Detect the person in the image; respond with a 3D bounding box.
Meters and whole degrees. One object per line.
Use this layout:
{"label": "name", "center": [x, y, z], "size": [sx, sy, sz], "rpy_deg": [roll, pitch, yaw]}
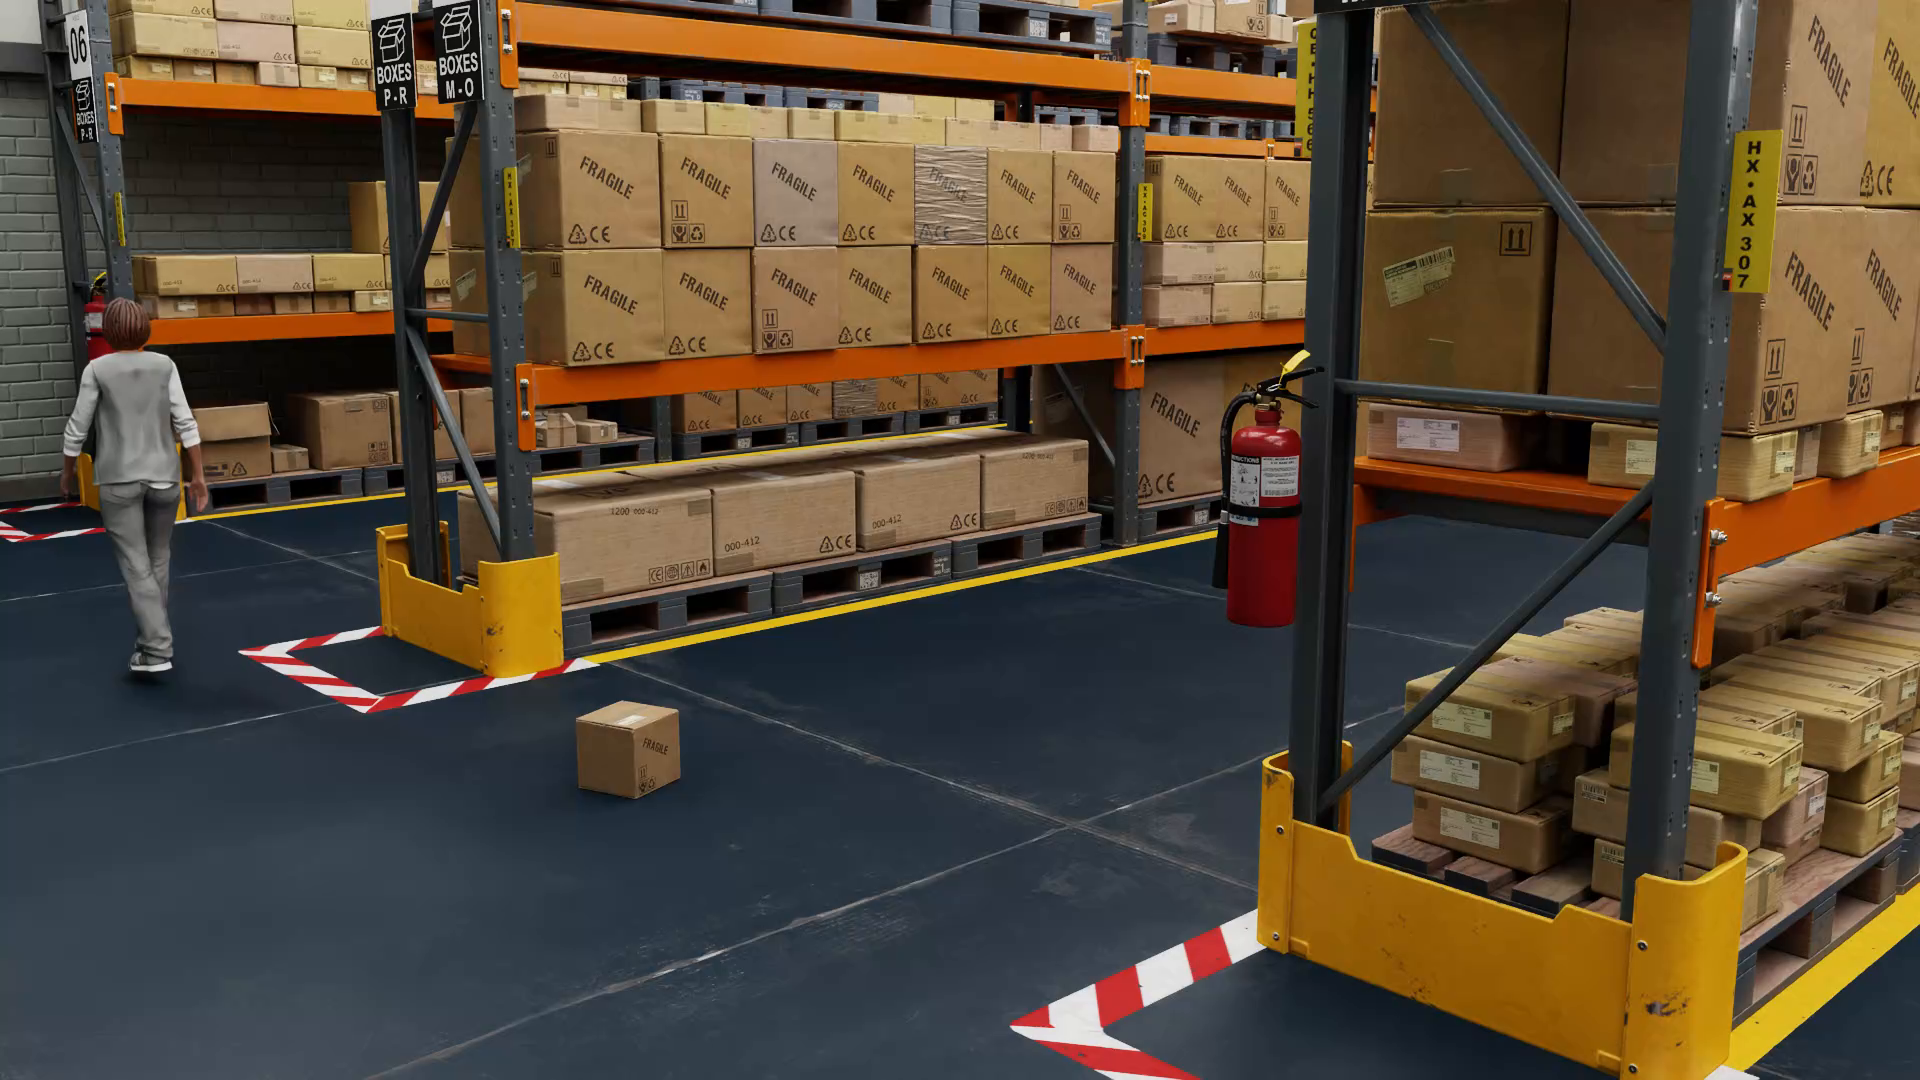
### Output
{"label": "person", "center": [-3.561, -0.233, 7.156], "size": [0.481, 1.612, 0.737], "rpy_deg": [-10, 15, -43]}
